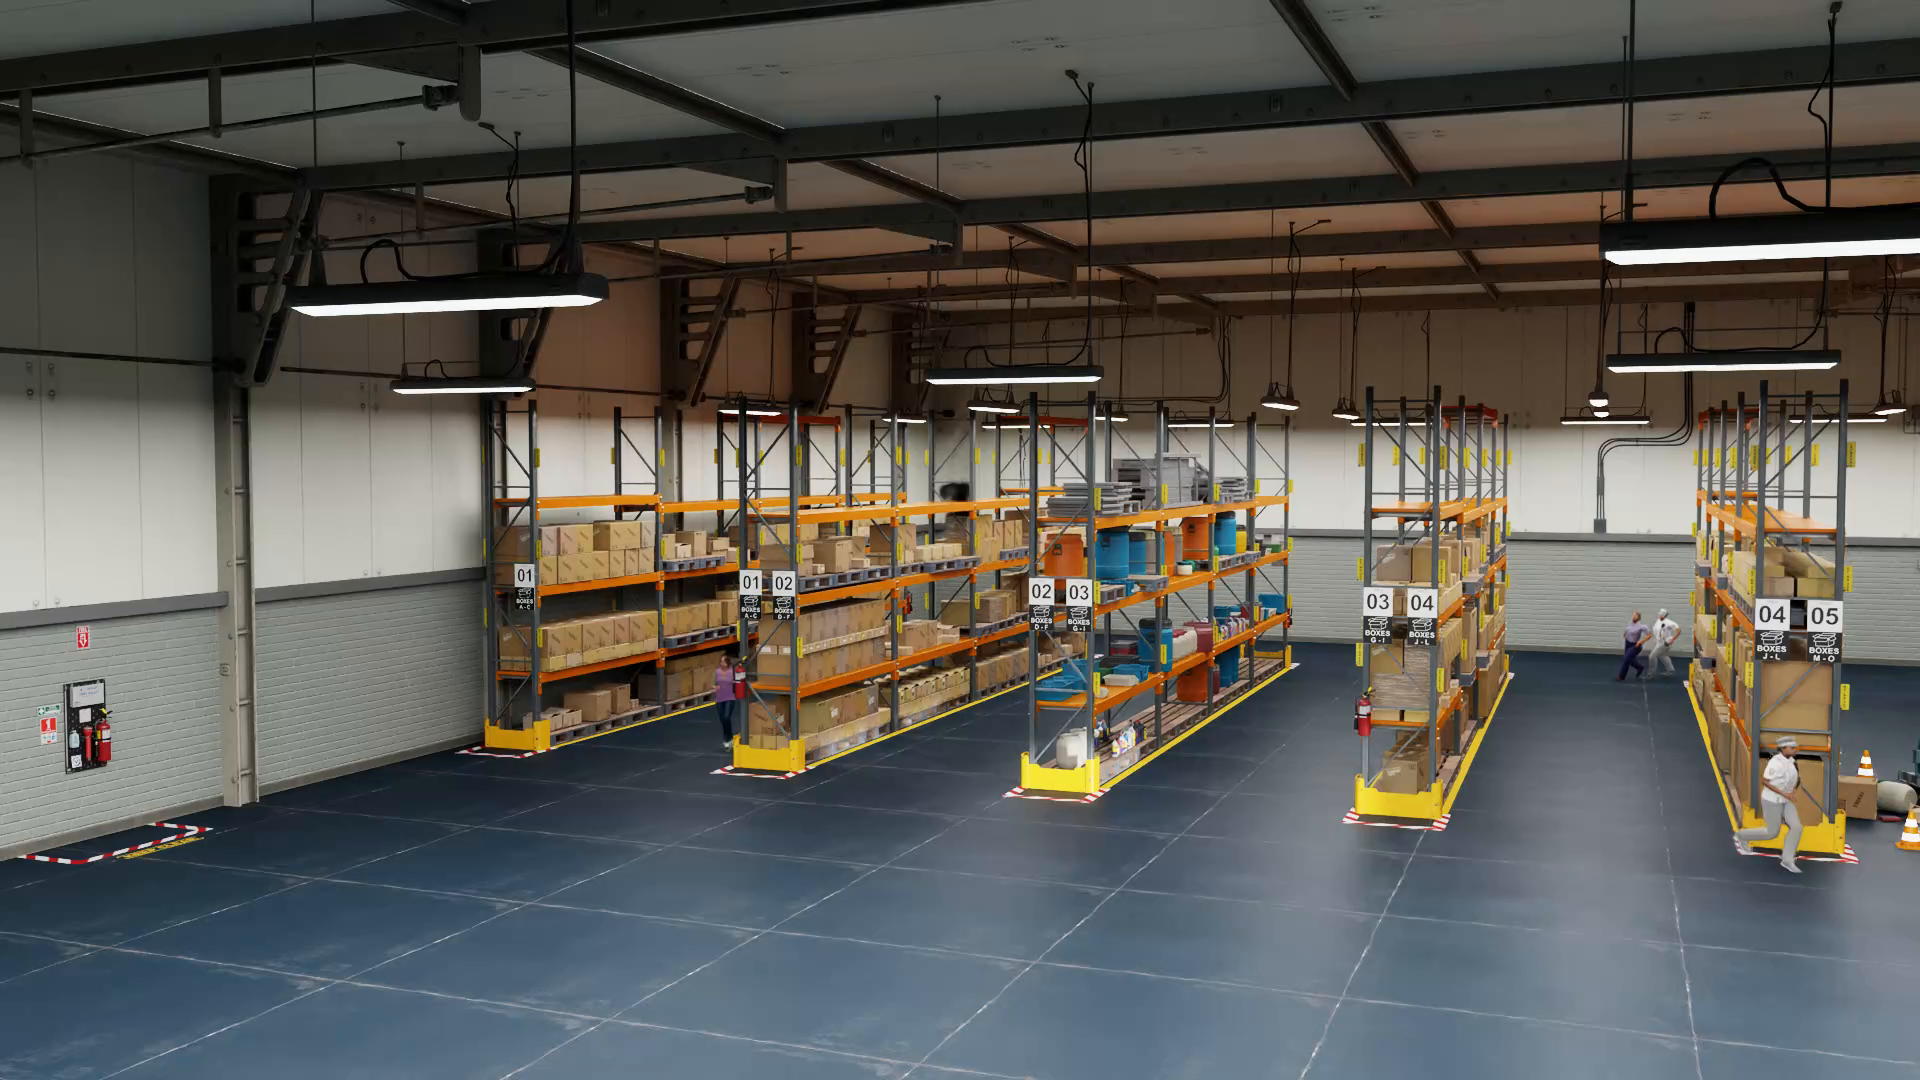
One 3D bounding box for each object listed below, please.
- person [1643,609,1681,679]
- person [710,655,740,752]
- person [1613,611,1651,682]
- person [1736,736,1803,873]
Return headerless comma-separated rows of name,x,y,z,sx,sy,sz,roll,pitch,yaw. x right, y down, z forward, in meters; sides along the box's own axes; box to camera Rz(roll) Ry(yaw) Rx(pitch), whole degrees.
person,15.921,2.368,37.588,0.785,1.660,0.744,0,3,-4
person,-4.016,2.791,28.517,0.504,1.638,0.711,1,3,12
person,15.135,2.391,37.197,0.848,1.590,0.659,-1,3,-17
person,9.963,3.196,20.387,0.602,1.673,0.832,-2,4,-37
